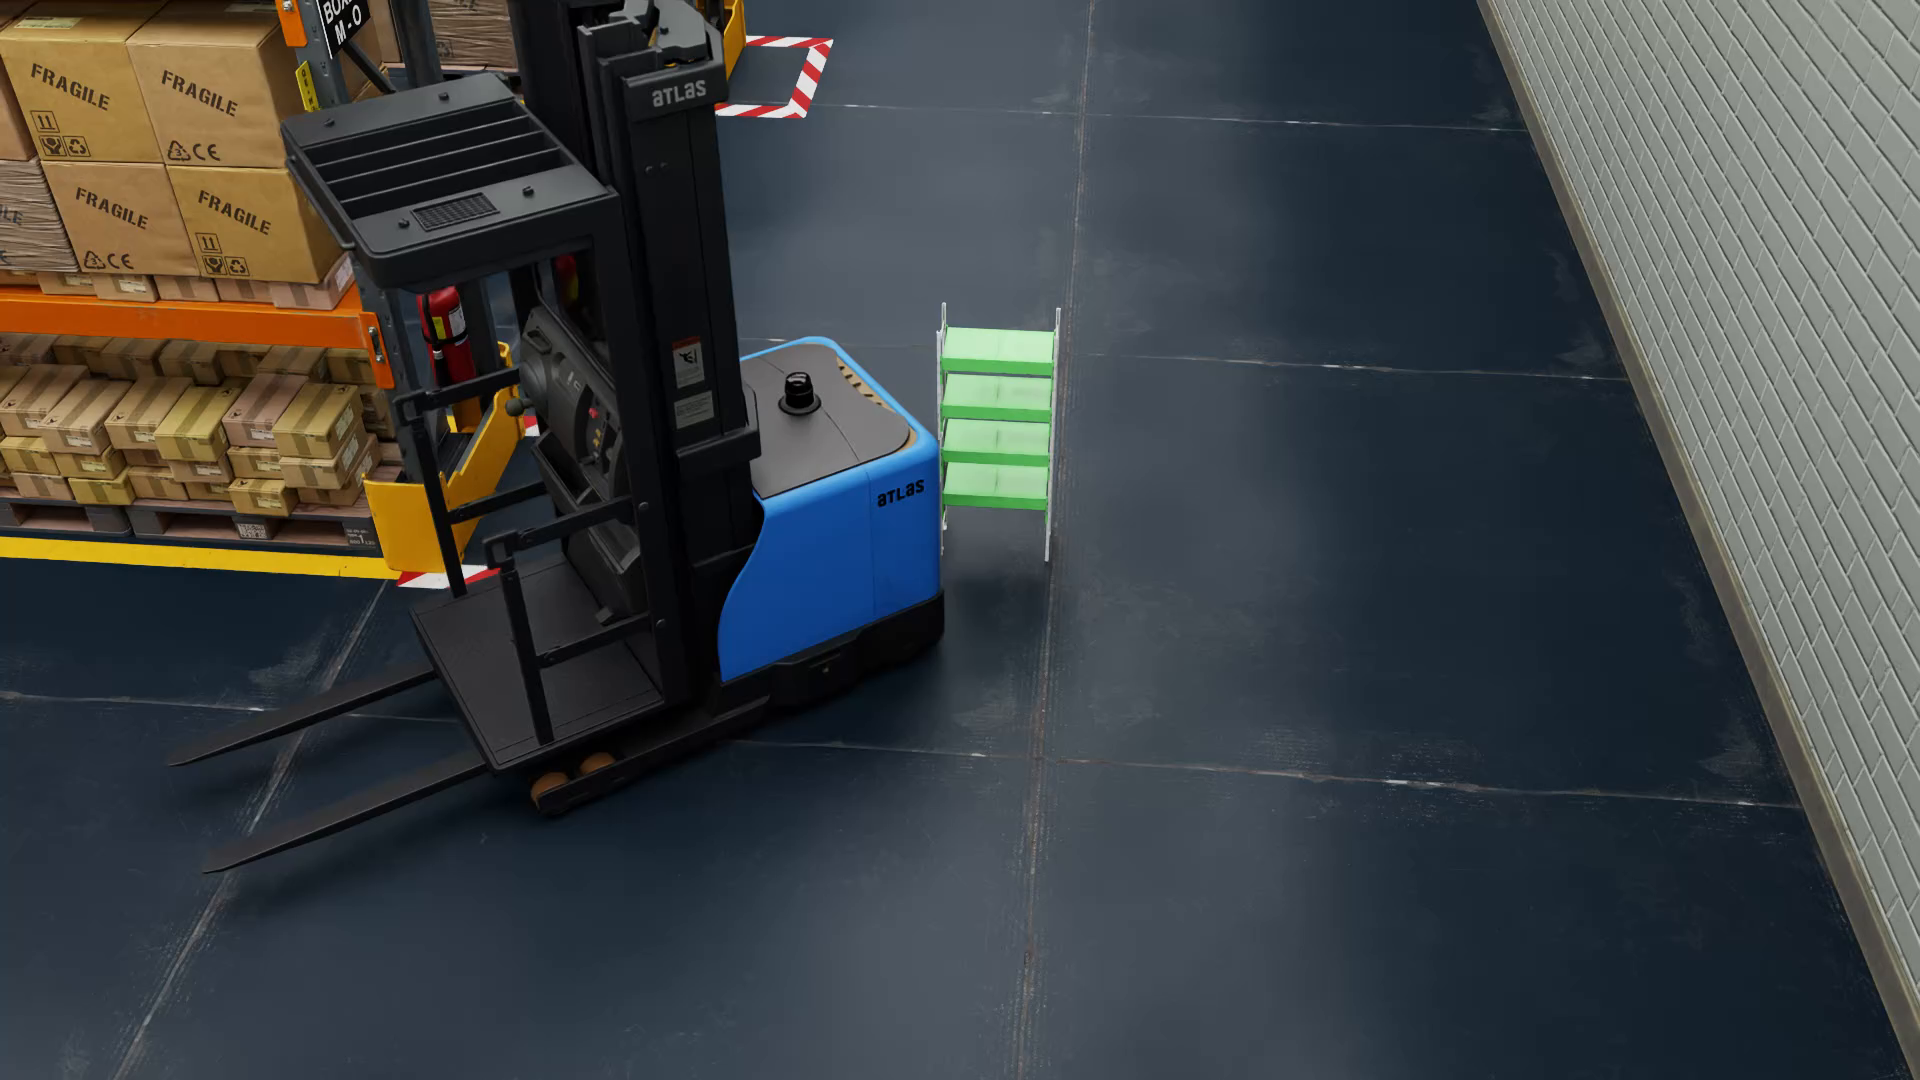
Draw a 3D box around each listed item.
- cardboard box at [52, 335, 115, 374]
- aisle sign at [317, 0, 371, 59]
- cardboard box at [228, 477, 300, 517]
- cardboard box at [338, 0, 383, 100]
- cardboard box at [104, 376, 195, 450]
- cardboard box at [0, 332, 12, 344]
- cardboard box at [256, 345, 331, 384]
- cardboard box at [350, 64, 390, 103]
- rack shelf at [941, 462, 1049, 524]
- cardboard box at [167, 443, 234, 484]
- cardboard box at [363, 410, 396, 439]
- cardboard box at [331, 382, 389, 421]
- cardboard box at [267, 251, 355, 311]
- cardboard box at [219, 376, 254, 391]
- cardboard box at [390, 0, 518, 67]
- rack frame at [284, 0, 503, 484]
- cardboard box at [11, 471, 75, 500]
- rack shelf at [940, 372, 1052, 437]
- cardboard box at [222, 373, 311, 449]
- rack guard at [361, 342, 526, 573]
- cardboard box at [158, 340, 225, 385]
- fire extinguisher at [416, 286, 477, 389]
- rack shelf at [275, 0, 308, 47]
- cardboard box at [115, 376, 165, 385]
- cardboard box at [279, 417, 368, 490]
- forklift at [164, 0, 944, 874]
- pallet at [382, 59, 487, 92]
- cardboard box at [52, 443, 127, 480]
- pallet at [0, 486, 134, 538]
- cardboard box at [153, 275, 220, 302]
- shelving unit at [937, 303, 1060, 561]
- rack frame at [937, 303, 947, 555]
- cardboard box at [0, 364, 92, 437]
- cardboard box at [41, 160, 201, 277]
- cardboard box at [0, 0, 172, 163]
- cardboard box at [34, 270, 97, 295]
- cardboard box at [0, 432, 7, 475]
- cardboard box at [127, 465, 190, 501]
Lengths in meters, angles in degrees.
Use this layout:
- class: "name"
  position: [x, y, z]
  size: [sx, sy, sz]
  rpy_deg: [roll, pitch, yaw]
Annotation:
- class: "cardboard box"
  position: [-4.144, -0.971, 8.021]
  size: [0.250, 0.149, 0.380]
  rpy_deg: [4, 39, 5]
- class: "aisle sign"
  position: [-2.292, -2.197, 6.013]
  size: [0.004, 0.787, 0.394]
  rpy_deg: [3, 39, 4]
- class: "cardboard box"
  position: [-3.146, -0.286, 7.651]
  size: [0.250, 0.149, 0.380]
  rpy_deg: [4, 39, 5]
- class: "cardboard box"
  position: [-2.763, -2.115, 6.865]
  size: [0.500, 0.500, 0.500]
  rpy_deg: [3, 39, 4]
- class: "cardboard box"
  position: [-3.655, -0.577, 7.537]
  size: [0.250, 0.149, 0.380]
  rpy_deg: [2, 39, 2]
- class: "cardboard box"
  position: [-4.641, -1.007, 8.065]
  size: [0.250, 0.149, 0.380]
  rpy_deg: [2, 39, 2]
- class: "cardboard box"
  position: [-3.116, -0.851, 7.873]
  size: [0.250, 0.149, 0.380]
  rpy_deg: [4, 39, 5]
- class: "cardboard box"
  position: [-2.762, -1.734, 7.189]
  size: [0.500, 0.500, 0.500]
  rpy_deg: [5, 39, 6]
- class: "rack shelf"
  position: [0.165, -0.221, 7.552]
  size: [0.480, 0.148, 0.258]
  rpy_deg: [3, 39, 4]
- class: "cardboard box"
  position: [-3.407, -0.430, 7.592]
  size: [0.250, 0.149, 0.380]
  rpy_deg: [2, 39, 2]
- class: "cardboard box"
  position: [-2.833, -0.668, 8.121]
  size: [0.250, 0.149, 0.380]
  rpy_deg: [4, 39, 5]
- class: "cardboard box"
  position: [-2.839, -0.744, 7.978]
  size: [0.250, 0.149, 0.380]
  rpy_deg: [5, 39, 6]
- class: "cardboard box"
  position: [-2.688, -1.124, 6.953]
  size: [0.250, 0.149, 0.380]
  rpy_deg: [3, 39, 4]
- class: "cardboard box"
  position: [-3.358, -0.752, 7.988]
  size: [0.250, 0.149, 0.380]
  rpy_deg: [4, 39, 4]
- class: "cardboard box"
  position: [-3.361, -3.868, 11.476]
  size: [0.875, 0.875, 0.875]
  rpy_deg: [3, 39, 4]
- class: "rack frame"
  position: [-2.339, -1.381, 7.071]
  size: [0.127, 3.000, 1.000]
  rpy_deg: [3, 39, 4]
- class: "cardboard box"
  position: [-4.179, -0.362, 7.744]
  size: [0.250, 0.149, 0.380]
  rpy_deg: [4, 39, 5]
- class: "rack shelf"
  position: [0.165, -0.593, 7.249]
  size: [0.480, 0.148, 0.258]
  rpy_deg: [3, 39, 4]
- class: "cardboard box"
  position: [-3.133, -0.588, 7.551]
  size: [0.250, 0.149, 0.380]
  rpy_deg: [4, 39, 5]
- class: "rack guard"
  position: [-2.414, -0.416, 7.865]
  size: [0.348, 0.500, 1.175]
  rpy_deg: [3, 39, 4]
- class: "cardboard box"
  position: [-3.611, -0.906, 7.942]
  size: [0.250, 0.149, 0.380]
  rpy_deg: [1, 39, 2]
- class: "fire extinguisher"
  position: [-2.128, -0.903, 6.839]
  size: [0.183, 0.674, 0.296]
  rpy_deg: [3, 39, 4]
- class: "rack shelf"
  position: [-4.331, -2.374, 6.485]
  size: [4.000, 0.370, 1.077]
  rpy_deg: [3, 39, 4]
- class: "cardboard box"
  position: [-3.877, -0.789, 8.033]
  size: [0.250, 0.149, 0.380]
  rpy_deg: [1, 39, 2]
- class: "cardboard box"
  position: [-2.889, -0.403, 7.559]
  size: [0.250, 0.149, 0.380]
  rpy_deg: [2, 39, 3]
- class: "forklift"
  position: [-1.592, -0.456, 5.988]
  size: [3.031, 2.935, 1.130]
  rpy_deg: [-21, 44, -24]
- class: "pallet"
  position: [-3.826, -3.476, 11.853]
  size: [1.213, 0.211, 1.003]
  rpy_deg: [3, 39, 4]
- class: "cardboard box"
  position: [-3.924, -0.450, 7.617]
  size: [0.250, 0.149, 0.380]
  rpy_deg: [4, 39, 5]
- class: "pallet"
  position: [-4.433, -0.438, 8.121]
  size: [1.213, 0.211, 1.003]
  rpy_deg: [3, 39, 4]
- class: "cardboard box"
  position: [-3.184, -1.165, 7.004]
  size: [0.250, 0.149, 0.380]
  rpy_deg: [3, 39, 3]
- class: "shelving unit"
  position: [0.165, -0.456, 7.360]
  size: [0.503, 1.200, 0.258]
  rpy_deg: [3, 39, 4]
- class: "rack frame"
  position: [-0.078, -0.470, 7.376]
  size: [0.015, 1.200, 0.240]
  rpy_deg: [3, 39, 4]
- class: "cardboard box"
  position: [-4.180, -0.640, 7.615]
  size: [0.250, 0.149, 0.380]
  rpy_deg: [2, 39, 2]
- class: "cardboard box"
  position: [-3.321, -1.429, 6.815]
  size: [0.500, 0.500, 0.500]
  rpy_deg: [3, 39, 3]
- class: "cardboard box"
  position: [-3.321, -1.819, 6.502]
  size: [0.500, 0.500, 0.500]
  rpy_deg: [2, 39, 2]
- class: "cardboard box"
  position: [-3.700, -1.197, 7.044]
  size: [0.250, 0.149, 0.380]
  rpy_deg: [2, 39, 2]
- class: "cardboard box"
  position: [-4.455, -0.474, 7.646]
  size: [0.250, 0.149, 0.380]
  rpy_deg: [4, 39, 4]
- class: "cardboard box"
  position: [-3.649, -0.360, 7.742]
  size: [0.250, 0.149, 0.380]
  rpy_deg: [4, 39, 4]
